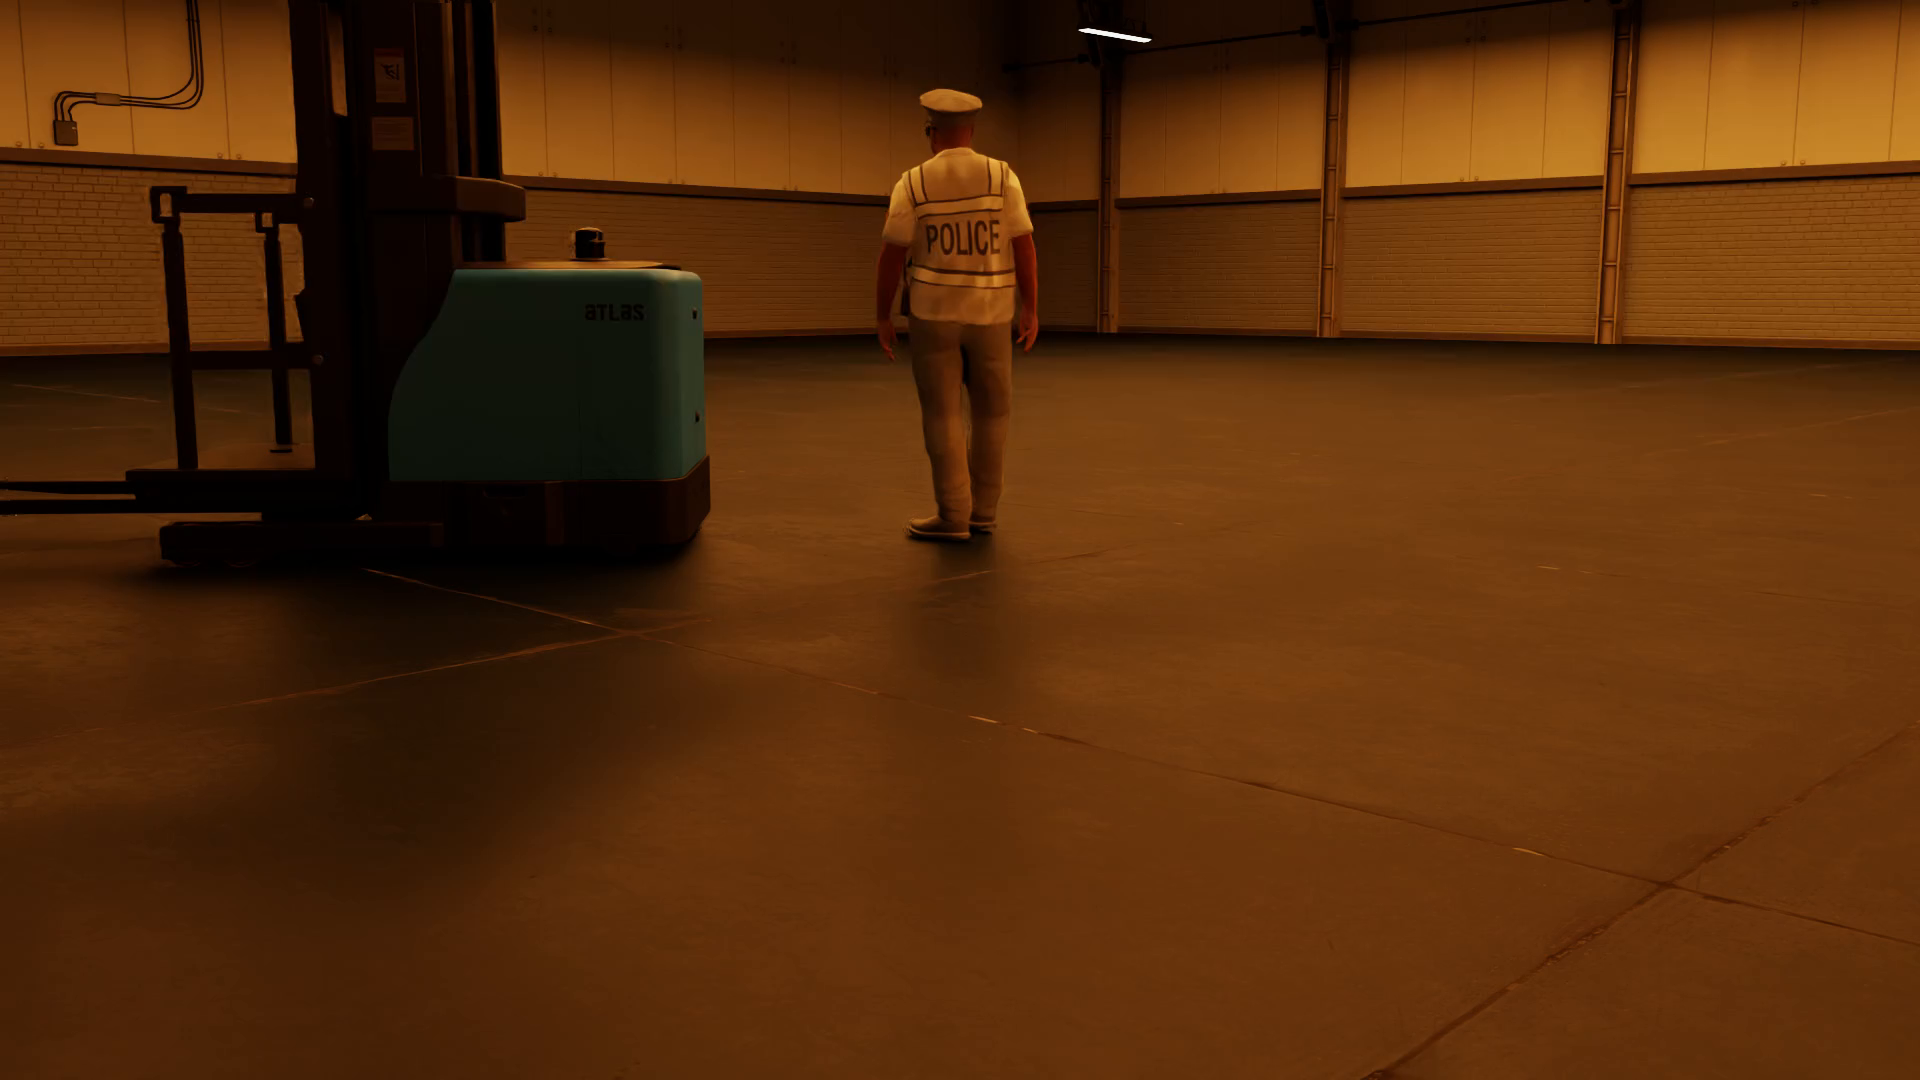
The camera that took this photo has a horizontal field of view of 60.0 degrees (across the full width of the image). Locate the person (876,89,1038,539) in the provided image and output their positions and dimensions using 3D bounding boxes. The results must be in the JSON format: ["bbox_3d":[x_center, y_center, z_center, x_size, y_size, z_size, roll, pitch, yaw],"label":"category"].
[{"bbox_3d":[-0.017,-0.902,6.728,0.648,1.773,0.644,-1,9,-4],"label":"person"}]

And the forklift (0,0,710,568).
[{"bbox_3d":[-2.551,-1.427,6.353,3.031,2.935,1.130,0,9,-3],"label":"forklift"}]
